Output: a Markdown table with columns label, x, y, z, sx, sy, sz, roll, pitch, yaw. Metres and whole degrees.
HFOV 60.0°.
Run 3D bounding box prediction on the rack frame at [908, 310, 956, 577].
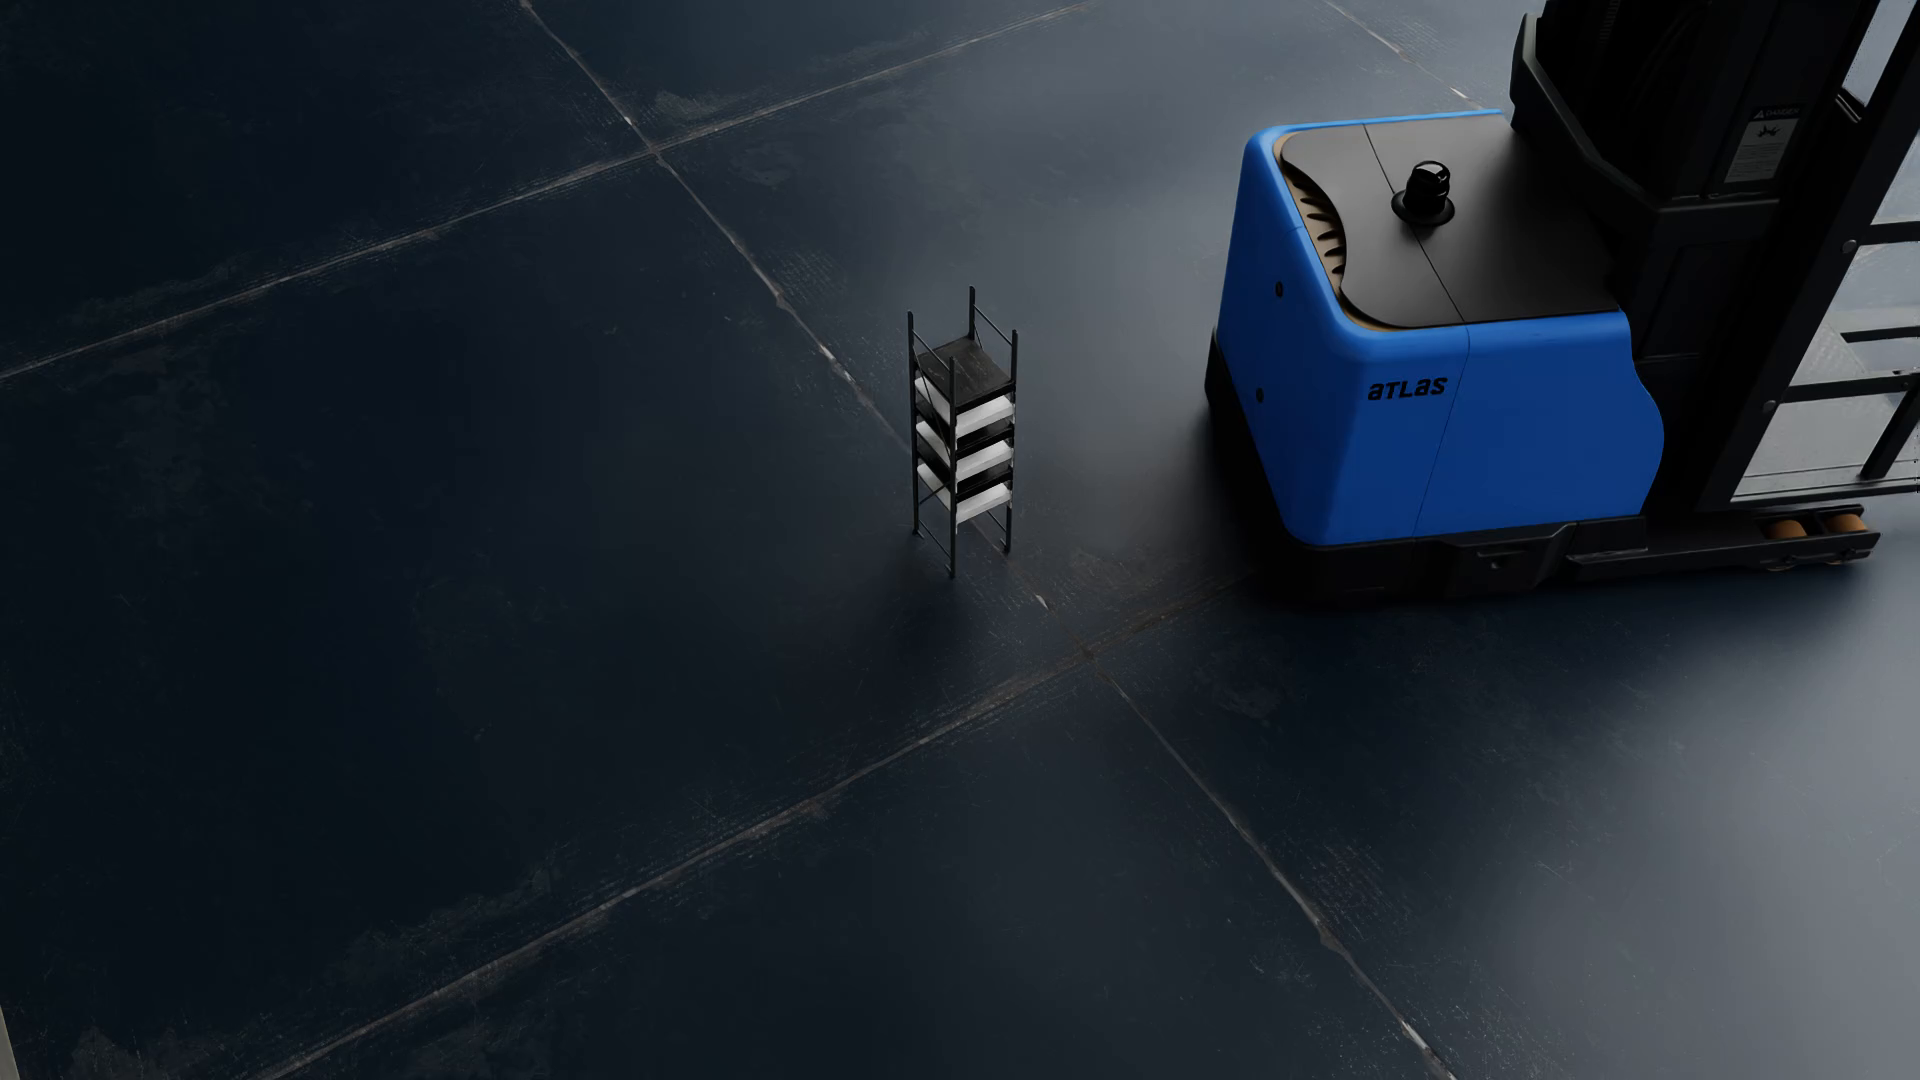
| label | x | y | z | sx | sy | sz | roll | pitch | yaw |
| --- | --- | --- | --- | --- | --- | --- | --- | --- | --- |
| rack frame | -0.079 | -0.262 | 4.881 | 0.006 | 0.900 | 0.240 | -25 | 53 | -21 |

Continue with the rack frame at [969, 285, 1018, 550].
| label | x | y | z | sx | sy | sz | roll | pitch | yaw |
| --- | --- | --- | --- | --- | --- | --- | --- | --- | --- |
| rack frame | 0.093 | -0.343 | 4.953 | 0.006 | 0.900 | 0.240 | -25 | 53 | -21 |

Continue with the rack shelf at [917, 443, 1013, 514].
| label | x | y | z | sx | sy | sz | roll | pitch | yaw |
| --- | --- | --- | --- | --- | --- | --- | --- | --- | --- |
| rack shelf | 0.007 | -0.220 | 5.009 | 0.200 | 0.077 | 0.258 | -25 | 53 | -21 |

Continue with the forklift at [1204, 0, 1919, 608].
| label | x | y | z | sx | sy | sz | roll | pitch | yaw |
| --- | --- | --- | --- | --- | --- | --- | --- | --- | --- |
| forklift | 2.382 | -1.267 | 4.416 | 3.031 | 2.935 | 1.130 | -6 | 49 | -5 |

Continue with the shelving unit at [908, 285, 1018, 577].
| label | x | y | z | sx | sy | sz | roll | pitch | yaw |
| --- | --- | --- | --- | --- | --- | --- | --- | --- | --- |
| shelving unit | 0.007 | -0.303 | 4.917 | 0.210 | 0.900 | 0.258 | -25 | 53 | -21 |

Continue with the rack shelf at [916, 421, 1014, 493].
| label | x | y | z | sx | sy | sz | roll | pitch | yaw |
| --- | --- | --- | --- | --- | --- | --- | --- | --- | --- |
| rack shelf | 0.007 | -0.280 | 4.942 | 0.200 | 0.077 | 0.258 | -25 | 53 | -21 |

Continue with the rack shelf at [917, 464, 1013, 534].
| label | x | y | z | sx | sy | sz | roll | pitch | yaw |
| --- | --- | --- | --- | --- | --- | --- | --- | --- | --- |
| rack shelf | 0.007 | -0.161 | 5.076 | 0.200 | 0.077 | 0.258 | -25 | 53 | -21 |

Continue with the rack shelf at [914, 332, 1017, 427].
| label | x | y | z | sx | sy | sz | roll | pitch | yaw |
| --- | --- | --- | --- | --- | --- | --- | --- | --- | --- |
| rack shelf | 0.007 | -0.460 | 4.740 | 0.200 | 0.077 | 0.258 | -25 | 53 | -21 |

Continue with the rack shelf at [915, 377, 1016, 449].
| label | x | y | z | sx | sy | sz | roll | pitch | yaw |
| --- | --- | --- | --- | --- | --- | --- | --- | --- | --- |
| rack shelf | 0.007 | -0.400 | 4.807 | 0.200 | 0.077 | 0.258 | -25 | 53 | -21 |

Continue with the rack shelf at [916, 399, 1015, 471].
| label | x | y | z | sx | sy | sz | roll | pitch | yaw |
| --- | --- | --- | --- | --- | --- | --- | --- | --- | --- |
| rack shelf | 0.007 | -0.340 | 4.874 | 0.200 | 0.077 | 0.258 | -25 | 53 | -21 |
